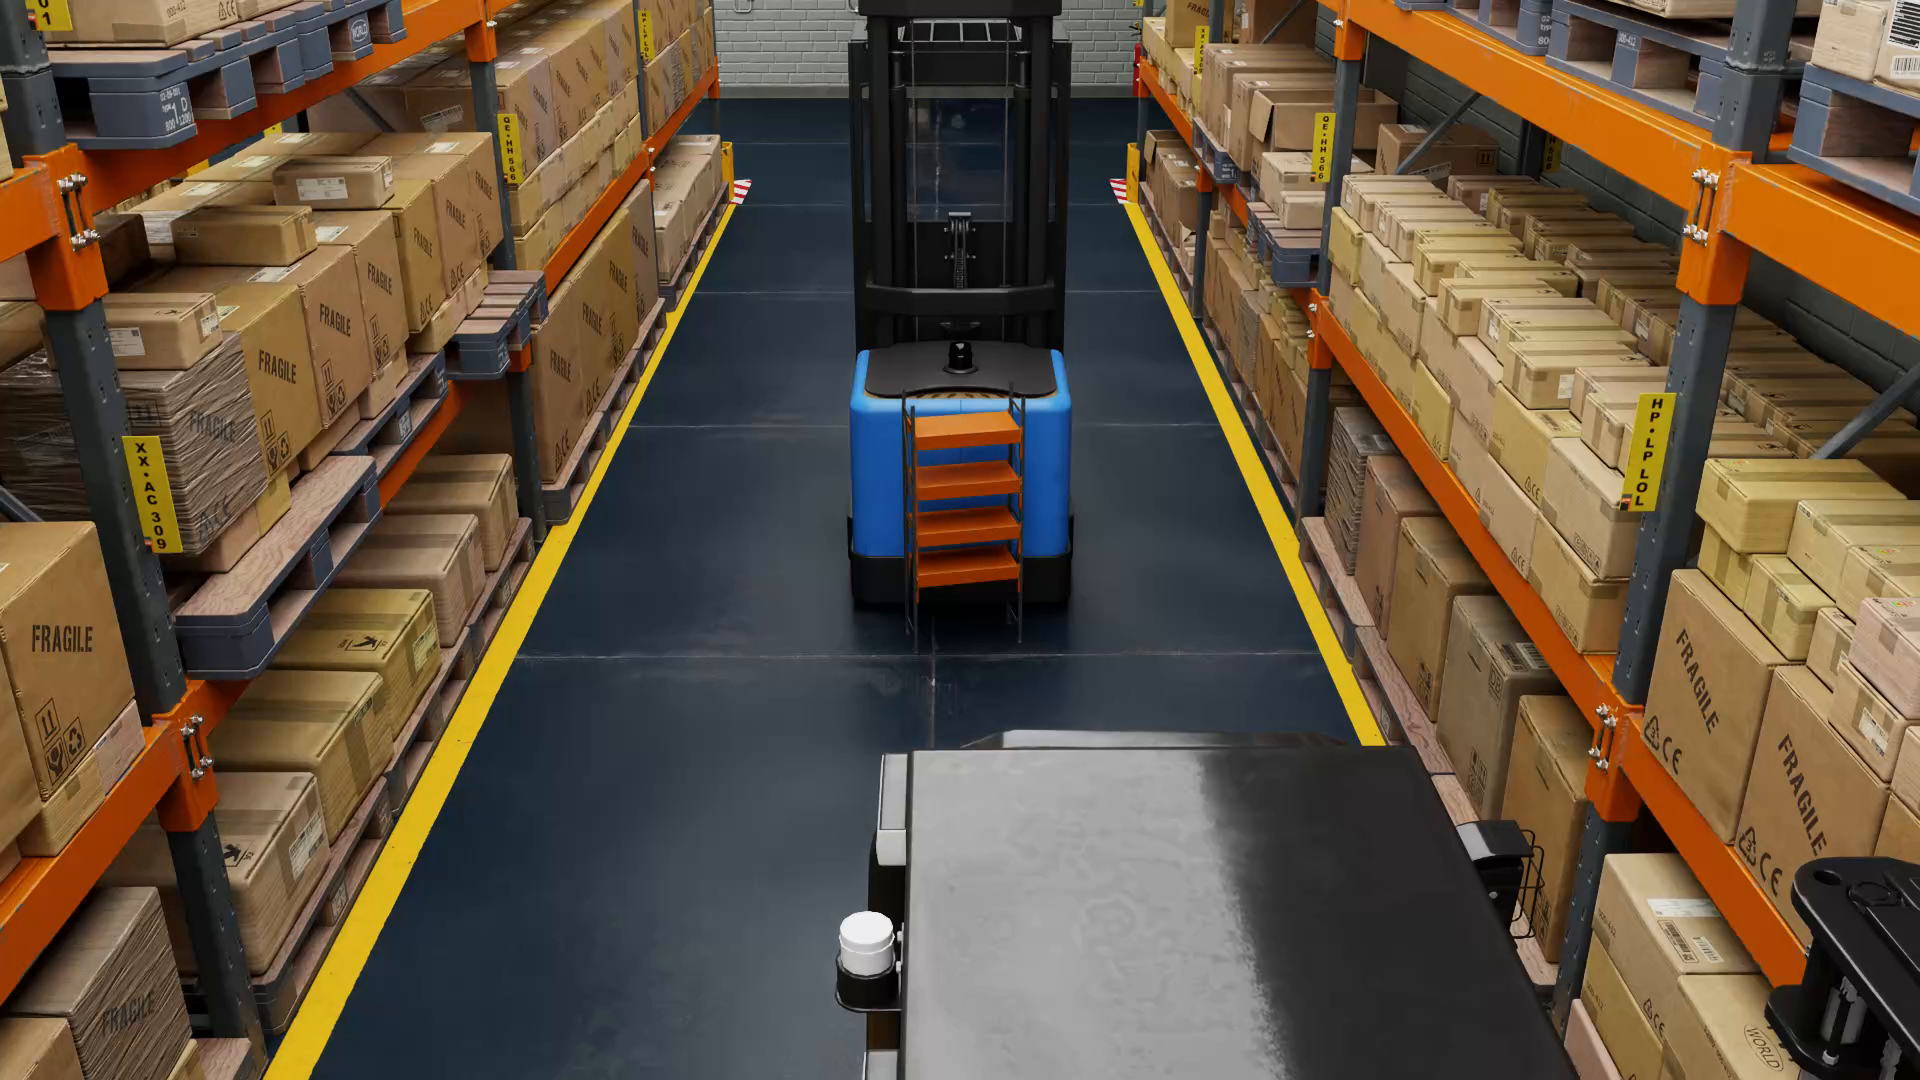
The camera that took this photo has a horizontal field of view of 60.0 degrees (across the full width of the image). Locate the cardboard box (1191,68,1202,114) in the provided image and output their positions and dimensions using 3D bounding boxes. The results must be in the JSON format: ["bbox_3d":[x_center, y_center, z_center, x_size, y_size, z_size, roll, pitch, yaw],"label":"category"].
[{"bbox_3d":[1.986,-3.312,12.255,0.500,0.250,0.500,0,24,1],"label":"cardboard box"}]

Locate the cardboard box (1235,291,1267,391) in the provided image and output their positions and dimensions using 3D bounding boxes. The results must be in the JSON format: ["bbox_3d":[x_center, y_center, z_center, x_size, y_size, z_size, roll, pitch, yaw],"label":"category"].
[{"bbox_3d":[2.032,-1.250,10.397,0.500,0.500,0.500,-1,24,-2],"label":"cardboard box"}]

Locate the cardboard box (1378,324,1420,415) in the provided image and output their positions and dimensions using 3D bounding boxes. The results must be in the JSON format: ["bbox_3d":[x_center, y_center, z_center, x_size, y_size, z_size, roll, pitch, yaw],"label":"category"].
[{"bbox_3d":[2.052,-0.716,6.876,0.500,0.250,0.500,-1,24,-2],"label":"cardboard box"}]

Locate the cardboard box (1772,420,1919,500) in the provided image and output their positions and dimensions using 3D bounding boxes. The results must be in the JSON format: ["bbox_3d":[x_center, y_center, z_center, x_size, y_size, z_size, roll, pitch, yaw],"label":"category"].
[{"bbox_3d":[2.533,-0.227,4.703,0.380,0.149,0.250,-1,24,-2],"label":"cardboard box"}]

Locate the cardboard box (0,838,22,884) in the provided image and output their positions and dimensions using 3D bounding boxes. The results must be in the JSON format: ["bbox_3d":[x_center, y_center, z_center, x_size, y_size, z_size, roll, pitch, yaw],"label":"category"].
[{"bbox_3d":[-2.398,0.740,3.778,0.380,0.149,0.250,0,24,0],"label":"cardboard box"}]

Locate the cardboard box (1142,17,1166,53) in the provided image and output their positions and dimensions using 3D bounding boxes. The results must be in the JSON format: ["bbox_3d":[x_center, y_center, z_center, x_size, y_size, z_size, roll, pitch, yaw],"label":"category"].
[{"bbox_3d":[1.927,-4.564,15.021,0.500,0.250,0.500,0,24,0],"label":"cardboard box"}]

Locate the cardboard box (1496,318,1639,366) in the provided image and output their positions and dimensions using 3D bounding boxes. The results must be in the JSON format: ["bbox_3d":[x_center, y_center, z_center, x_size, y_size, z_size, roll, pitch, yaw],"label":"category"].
[{"bbox_3d":[2.050,-0.644,5.625,0.380,0.149,0.250,-1,24,-2],"label":"cardboard box"}]

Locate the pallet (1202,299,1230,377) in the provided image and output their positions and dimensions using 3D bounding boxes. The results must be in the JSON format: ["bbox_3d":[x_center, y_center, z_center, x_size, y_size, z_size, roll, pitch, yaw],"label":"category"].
[{"bbox_3d":[2.282,-1.431,11.657,1.003,0.211,1.213,0,24,-1],"label":"pallet"}]

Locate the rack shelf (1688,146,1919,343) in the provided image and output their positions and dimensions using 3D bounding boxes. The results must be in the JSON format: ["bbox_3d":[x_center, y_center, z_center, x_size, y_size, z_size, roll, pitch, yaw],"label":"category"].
[{"bbox_3d":[2.344,0.045,2.243,1.077,0.370,4.000,0,24,-1],"label":"rack shelf"}]

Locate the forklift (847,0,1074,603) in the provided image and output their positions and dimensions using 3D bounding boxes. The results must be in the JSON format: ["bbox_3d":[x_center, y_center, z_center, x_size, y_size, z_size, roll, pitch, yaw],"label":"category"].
[{"bbox_3d":[-0.003,-1.595,8.720,1.130,2.935,3.031,0,24,0],"label":"forklift"}]

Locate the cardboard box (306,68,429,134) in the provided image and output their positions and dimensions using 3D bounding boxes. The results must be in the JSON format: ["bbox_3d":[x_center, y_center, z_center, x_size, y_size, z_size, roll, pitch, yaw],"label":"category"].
[{"bbox_3d":[-2.952,-2.077,8.368,0.500,0.500,0.500,-1,24,-2],"label":"cardboard box"}]

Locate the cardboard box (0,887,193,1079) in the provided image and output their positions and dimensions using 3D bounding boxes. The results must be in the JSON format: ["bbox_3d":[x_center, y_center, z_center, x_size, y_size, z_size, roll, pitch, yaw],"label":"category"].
[{"bbox_3d":[-2.366,1.246,4.271,0.500,0.500,0.500,-1,24,-1],"label":"cardboard box"}]

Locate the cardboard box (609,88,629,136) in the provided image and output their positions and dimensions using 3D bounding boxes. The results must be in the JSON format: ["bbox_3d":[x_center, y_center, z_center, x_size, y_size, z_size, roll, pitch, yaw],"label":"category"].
[{"bbox_3d":[-2.467,-2.785,10.844,0.500,0.250,0.500,0,24,1],"label":"cardboard box"}]

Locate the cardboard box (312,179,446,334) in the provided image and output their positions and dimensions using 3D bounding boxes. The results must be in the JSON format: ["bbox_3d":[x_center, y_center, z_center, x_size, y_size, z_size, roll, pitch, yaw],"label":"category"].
[{"bbox_3d":[-2.378,-1.130,6.616,0.500,0.500,0.500,-2,24,-4],"label":"cardboard box"}]

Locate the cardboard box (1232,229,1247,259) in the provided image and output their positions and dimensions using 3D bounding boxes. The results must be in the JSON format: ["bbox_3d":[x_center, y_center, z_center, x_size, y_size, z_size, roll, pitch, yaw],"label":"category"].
[{"bbox_3d":[2.068,-2.016,11.304,0.380,0.149,0.250,-1,24,-3],"label":"cardboard box"}]

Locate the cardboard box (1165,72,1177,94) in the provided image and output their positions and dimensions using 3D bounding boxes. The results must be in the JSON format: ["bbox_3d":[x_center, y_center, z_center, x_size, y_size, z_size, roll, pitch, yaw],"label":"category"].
[{"bbox_3d":[1.908,-3.794,13.803,0.380,0.149,0.250,0,24,1],"label":"cardboard box"}]

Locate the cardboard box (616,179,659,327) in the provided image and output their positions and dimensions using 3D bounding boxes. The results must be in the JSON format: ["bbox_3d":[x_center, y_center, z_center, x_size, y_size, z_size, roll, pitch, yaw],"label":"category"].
[{"bbox_3d":[-2.641,-1.981,11.558,0.875,0.875,0.875,0,24,1],"label":"cardboard box"}]

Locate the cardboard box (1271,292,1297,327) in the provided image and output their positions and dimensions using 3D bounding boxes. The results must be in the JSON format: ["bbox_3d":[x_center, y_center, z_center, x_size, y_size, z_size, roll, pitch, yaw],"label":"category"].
[{"bbox_3d":[2.067,-1.371,9.878,0.380,0.149,0.250,-1,24,-1],"label":"cardboard box"}]

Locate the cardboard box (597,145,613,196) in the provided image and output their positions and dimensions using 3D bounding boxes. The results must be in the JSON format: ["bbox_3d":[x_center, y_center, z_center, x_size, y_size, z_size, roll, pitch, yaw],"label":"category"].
[{"bbox_3d":[-2.480,-2.343,10.471,0.500,0.250,0.500,-1,24,-2],"label":"cardboard box"}]

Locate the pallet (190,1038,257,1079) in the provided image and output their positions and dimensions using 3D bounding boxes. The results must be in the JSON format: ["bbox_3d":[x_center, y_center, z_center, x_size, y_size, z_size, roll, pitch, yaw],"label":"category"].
[{"bbox_3d":[-2.598,1.831,4.445,1.003,0.211,1.213,0,24,-1],"label":"pallet"}]

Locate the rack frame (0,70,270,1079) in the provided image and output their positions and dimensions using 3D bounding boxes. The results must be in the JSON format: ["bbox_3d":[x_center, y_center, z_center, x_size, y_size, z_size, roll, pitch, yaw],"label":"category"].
[{"bbox_3d":[-2.641,0.284,4.482,1.000,3.000,0.127,0,24,-1],"label":"rack frame"}]

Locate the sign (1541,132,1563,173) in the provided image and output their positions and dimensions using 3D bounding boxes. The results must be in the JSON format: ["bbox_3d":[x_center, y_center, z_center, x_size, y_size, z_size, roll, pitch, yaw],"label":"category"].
[{"bbox_3d":[2.834,-1.919,7.949,0.100,0.325,0.005,0,24,-1],"label":"sign"}]

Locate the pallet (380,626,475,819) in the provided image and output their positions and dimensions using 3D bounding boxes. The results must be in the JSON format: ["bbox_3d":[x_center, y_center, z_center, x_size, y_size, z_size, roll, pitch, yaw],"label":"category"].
[{"bbox_3d":[-2.667,0.730,6.880,1.003,0.211,1.213,0,24,-1],"label":"pallet"}]

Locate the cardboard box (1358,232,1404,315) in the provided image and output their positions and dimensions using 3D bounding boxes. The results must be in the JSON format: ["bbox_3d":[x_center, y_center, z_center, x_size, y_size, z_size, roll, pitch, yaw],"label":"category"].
[{"bbox_3d":[2.044,-1.157,7.244,0.500,0.250,0.500,0,24,1],"label":"cardboard box"}]

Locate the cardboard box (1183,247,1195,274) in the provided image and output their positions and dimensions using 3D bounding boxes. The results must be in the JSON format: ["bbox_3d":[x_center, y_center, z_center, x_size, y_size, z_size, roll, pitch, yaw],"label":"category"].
[{"bbox_3d":[1.935,-2.157,12.829,0.380,0.149,0.250,-1,24,-2],"label":"cardboard box"}]

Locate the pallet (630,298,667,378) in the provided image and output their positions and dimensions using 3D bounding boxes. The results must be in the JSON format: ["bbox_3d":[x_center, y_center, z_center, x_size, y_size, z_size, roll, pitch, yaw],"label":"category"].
[{"bbox_3d":[-2.644,-1.424,11.643,1.003,0.211,1.213,0,24,-1],"label":"pallet"}]

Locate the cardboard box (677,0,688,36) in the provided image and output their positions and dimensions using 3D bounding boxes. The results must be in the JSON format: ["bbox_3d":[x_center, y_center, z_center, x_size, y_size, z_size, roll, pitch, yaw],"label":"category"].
[{"bbox_3d":[-2.488,-4.338,13.367,0.500,0.500,0.500,0,24,-1],"label":"cardboard box"}]

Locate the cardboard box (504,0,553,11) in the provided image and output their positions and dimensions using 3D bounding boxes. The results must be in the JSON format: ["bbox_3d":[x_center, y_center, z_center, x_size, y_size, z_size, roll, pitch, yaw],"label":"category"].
[{"bbox_3d":[-3.011,-3.331,11.140,0.500,0.500,0.500,0,24,0],"label":"cardboard box"}]

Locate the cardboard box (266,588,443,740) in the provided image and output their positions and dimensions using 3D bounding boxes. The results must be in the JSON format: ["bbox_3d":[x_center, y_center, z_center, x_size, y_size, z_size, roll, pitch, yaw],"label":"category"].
[{"bbox_3d":[-2.670,0.491,6.703,0.950,0.372,0.625,1,24,1],"label":"cardboard box"}]

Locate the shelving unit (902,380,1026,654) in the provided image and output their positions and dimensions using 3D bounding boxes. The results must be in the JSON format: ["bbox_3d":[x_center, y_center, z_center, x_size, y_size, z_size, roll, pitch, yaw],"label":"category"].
[{"bbox_3d":[0.013,-0.096,7.506,0.503,1.200,0.258,-5,25,-11],"label":"shelving unit"}]

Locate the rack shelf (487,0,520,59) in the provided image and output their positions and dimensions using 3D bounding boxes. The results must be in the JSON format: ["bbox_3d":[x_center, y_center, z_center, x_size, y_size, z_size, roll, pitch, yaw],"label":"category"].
[{"bbox_3d":[-2.706,-3.227,9.479,1.077,0.370,4.000,0,24,-1],"label":"rack shelf"}]

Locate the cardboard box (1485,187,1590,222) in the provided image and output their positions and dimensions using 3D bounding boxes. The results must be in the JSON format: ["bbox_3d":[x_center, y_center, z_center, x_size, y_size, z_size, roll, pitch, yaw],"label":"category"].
[{"bbox_3d":[2.599,-1.489,7.493,0.380,0.149,0.250,0,24,1],"label":"cardboard box"}]

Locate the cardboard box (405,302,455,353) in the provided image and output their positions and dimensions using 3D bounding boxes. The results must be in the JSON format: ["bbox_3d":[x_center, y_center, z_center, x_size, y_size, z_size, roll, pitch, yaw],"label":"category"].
[{"bbox_3d":[-2.311,-0.876,6.843,0.380,0.149,0.250,0,24,0],"label":"cardboard box"}]

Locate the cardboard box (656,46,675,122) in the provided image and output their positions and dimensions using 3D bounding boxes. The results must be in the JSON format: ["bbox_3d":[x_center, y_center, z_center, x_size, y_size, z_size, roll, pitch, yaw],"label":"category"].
[{"bbox_3d":[-2.473,-3.460,12.639,0.500,0.500,0.500,0,24,0],"label":"cardboard box"}]

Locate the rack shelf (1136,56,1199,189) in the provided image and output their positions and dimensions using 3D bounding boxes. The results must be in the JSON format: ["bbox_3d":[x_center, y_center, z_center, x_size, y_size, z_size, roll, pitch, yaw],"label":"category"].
[{"bbox_3d":[2.213,-3.533,13.794,1.077,0.370,4.000,0,24,-1],"label":"rack shelf"}]

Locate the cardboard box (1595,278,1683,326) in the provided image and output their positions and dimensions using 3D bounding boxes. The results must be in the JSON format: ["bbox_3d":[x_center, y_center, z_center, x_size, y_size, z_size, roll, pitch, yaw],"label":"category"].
[{"bbox_3d":[2.563,-0.855,6.092,0.380,0.149,0.250,0,24,0],"label":"cardboard box"}]

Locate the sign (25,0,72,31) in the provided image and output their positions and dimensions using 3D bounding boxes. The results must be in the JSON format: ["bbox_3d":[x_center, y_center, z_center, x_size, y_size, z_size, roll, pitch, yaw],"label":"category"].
[{"bbox_3d":[-2.098,-1.324,3.770,0.100,0.325,0.005,0,24,-1],"label":"sign"}]

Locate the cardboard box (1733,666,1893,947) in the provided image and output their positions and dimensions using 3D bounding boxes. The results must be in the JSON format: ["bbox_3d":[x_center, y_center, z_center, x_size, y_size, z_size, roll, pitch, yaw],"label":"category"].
[{"bbox_3d":[2.088,0.613,3.633,0.500,0.500,0.500,0,24,0],"label":"cardboard box"}]

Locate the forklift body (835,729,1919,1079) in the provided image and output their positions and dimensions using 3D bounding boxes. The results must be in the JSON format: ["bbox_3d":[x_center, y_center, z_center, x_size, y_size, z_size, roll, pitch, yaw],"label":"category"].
[{"bbox_3d":[0.521,1.522,2.775,2.313,2.155,1.214,0,24,-1],"label":"forklift body"}]

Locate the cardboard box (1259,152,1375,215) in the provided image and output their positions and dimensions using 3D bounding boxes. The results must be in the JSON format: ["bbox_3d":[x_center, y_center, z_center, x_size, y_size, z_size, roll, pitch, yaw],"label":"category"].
[{"bbox_3d":[1.944,-1.944,9.081,0.500,0.250,0.500,-1,24,-3],"label":"cardboard box"}]

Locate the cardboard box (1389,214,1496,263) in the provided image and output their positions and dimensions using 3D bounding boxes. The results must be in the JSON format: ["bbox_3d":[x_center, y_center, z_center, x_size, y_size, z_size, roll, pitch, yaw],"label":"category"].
[{"bbox_3d":[2.036,-1.273,7.016,0.380,0.149,0.250,0,24,0],"label":"cardboard box"}]

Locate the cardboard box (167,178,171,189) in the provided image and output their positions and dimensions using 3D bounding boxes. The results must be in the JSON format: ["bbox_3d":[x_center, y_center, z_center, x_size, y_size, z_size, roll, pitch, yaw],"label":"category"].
[{"bbox_3d":[-7.506,-3.273,15.297,0.380,0.149,0.250,0,24,0],"label":"cardboard box"}]

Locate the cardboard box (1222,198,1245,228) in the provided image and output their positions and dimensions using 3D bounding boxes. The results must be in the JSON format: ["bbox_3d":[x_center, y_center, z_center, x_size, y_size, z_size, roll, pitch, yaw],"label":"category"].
[{"bbox_3d":[2.024,-2.264,11.491,0.380,0.149,0.250,-1,24,-3],"label":"cardboard box"}]

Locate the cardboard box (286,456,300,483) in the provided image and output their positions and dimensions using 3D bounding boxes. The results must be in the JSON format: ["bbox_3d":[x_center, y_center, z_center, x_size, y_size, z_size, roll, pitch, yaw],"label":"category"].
[{"bbox_3d":[-2.405,-0.241,5.439,0.380,0.149,0.250,1,24,3],"label":"cardboard box"}]

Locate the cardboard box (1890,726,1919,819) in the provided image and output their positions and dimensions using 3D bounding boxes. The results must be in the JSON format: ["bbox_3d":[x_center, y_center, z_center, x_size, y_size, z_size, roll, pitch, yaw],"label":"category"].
[{"bbox_3d":[2.028,0.476,3.150,0.380,0.149,0.250,0,24,-1],"label":"cardboard box"}]

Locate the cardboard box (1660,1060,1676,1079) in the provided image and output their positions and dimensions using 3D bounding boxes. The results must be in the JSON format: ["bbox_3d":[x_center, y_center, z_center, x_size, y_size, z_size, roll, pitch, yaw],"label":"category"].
[{"bbox_3d":[2.026,1.502,4.009,0.500,0.250,0.500,0,24,-1],"label":"cardboard box"}]

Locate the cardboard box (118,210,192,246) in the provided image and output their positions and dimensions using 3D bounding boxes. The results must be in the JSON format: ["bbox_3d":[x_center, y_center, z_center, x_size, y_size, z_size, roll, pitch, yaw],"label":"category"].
[{"bbox_3d":[-2.888,-0.911,6.131,0.500,0.500,0.500,-1,24,-3],"label":"cardboard box"}]

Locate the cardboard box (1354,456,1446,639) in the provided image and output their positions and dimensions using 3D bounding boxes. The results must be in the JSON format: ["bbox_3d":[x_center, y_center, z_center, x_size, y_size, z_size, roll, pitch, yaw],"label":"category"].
[{"bbox_3d":[2.287,0.029,7.418,0.875,0.625,0.625,1,24,1],"label":"cardboard box"}]

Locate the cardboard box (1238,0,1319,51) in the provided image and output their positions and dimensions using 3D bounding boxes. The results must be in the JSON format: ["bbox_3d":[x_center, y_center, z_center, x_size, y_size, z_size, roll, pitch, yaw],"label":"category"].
[{"bbox_3d":[2.485,-4.060,12.998,0.500,0.500,0.500,-1,24,-2],"label":"cardboard box"}]

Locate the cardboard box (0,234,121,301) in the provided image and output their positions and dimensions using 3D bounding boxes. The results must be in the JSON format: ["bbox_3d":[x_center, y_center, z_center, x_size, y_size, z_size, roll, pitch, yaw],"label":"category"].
[{"bbox_3d":[-2.892,-0.857,5.226,0.380,0.149,0.250,-1,24,-2],"label":"cardboard box"}]

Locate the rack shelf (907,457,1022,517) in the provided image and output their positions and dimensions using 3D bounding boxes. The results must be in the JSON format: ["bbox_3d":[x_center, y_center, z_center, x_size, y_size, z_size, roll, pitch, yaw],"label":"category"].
[{"bbox_3d":[0.013,-0.238,7.441,0.480,0.148,0.258,-5,25,-11],"label":"rack shelf"}]

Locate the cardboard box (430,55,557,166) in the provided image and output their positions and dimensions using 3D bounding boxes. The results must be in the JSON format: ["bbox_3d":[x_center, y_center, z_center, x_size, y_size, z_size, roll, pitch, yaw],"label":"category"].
[{"bbox_3d":[-2.461,-2.274,8.803,0.500,0.500,0.500,0,24,0],"label":"cardboard box"}]

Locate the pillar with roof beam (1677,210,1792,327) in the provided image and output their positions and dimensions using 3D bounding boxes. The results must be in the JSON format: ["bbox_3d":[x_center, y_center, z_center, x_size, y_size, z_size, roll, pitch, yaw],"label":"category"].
[{"bbox_3d":[-1.111,-3.569,5.721,9.100,9.000,0.400,0,24,-1],"label":"pillar with roof beam"}]
